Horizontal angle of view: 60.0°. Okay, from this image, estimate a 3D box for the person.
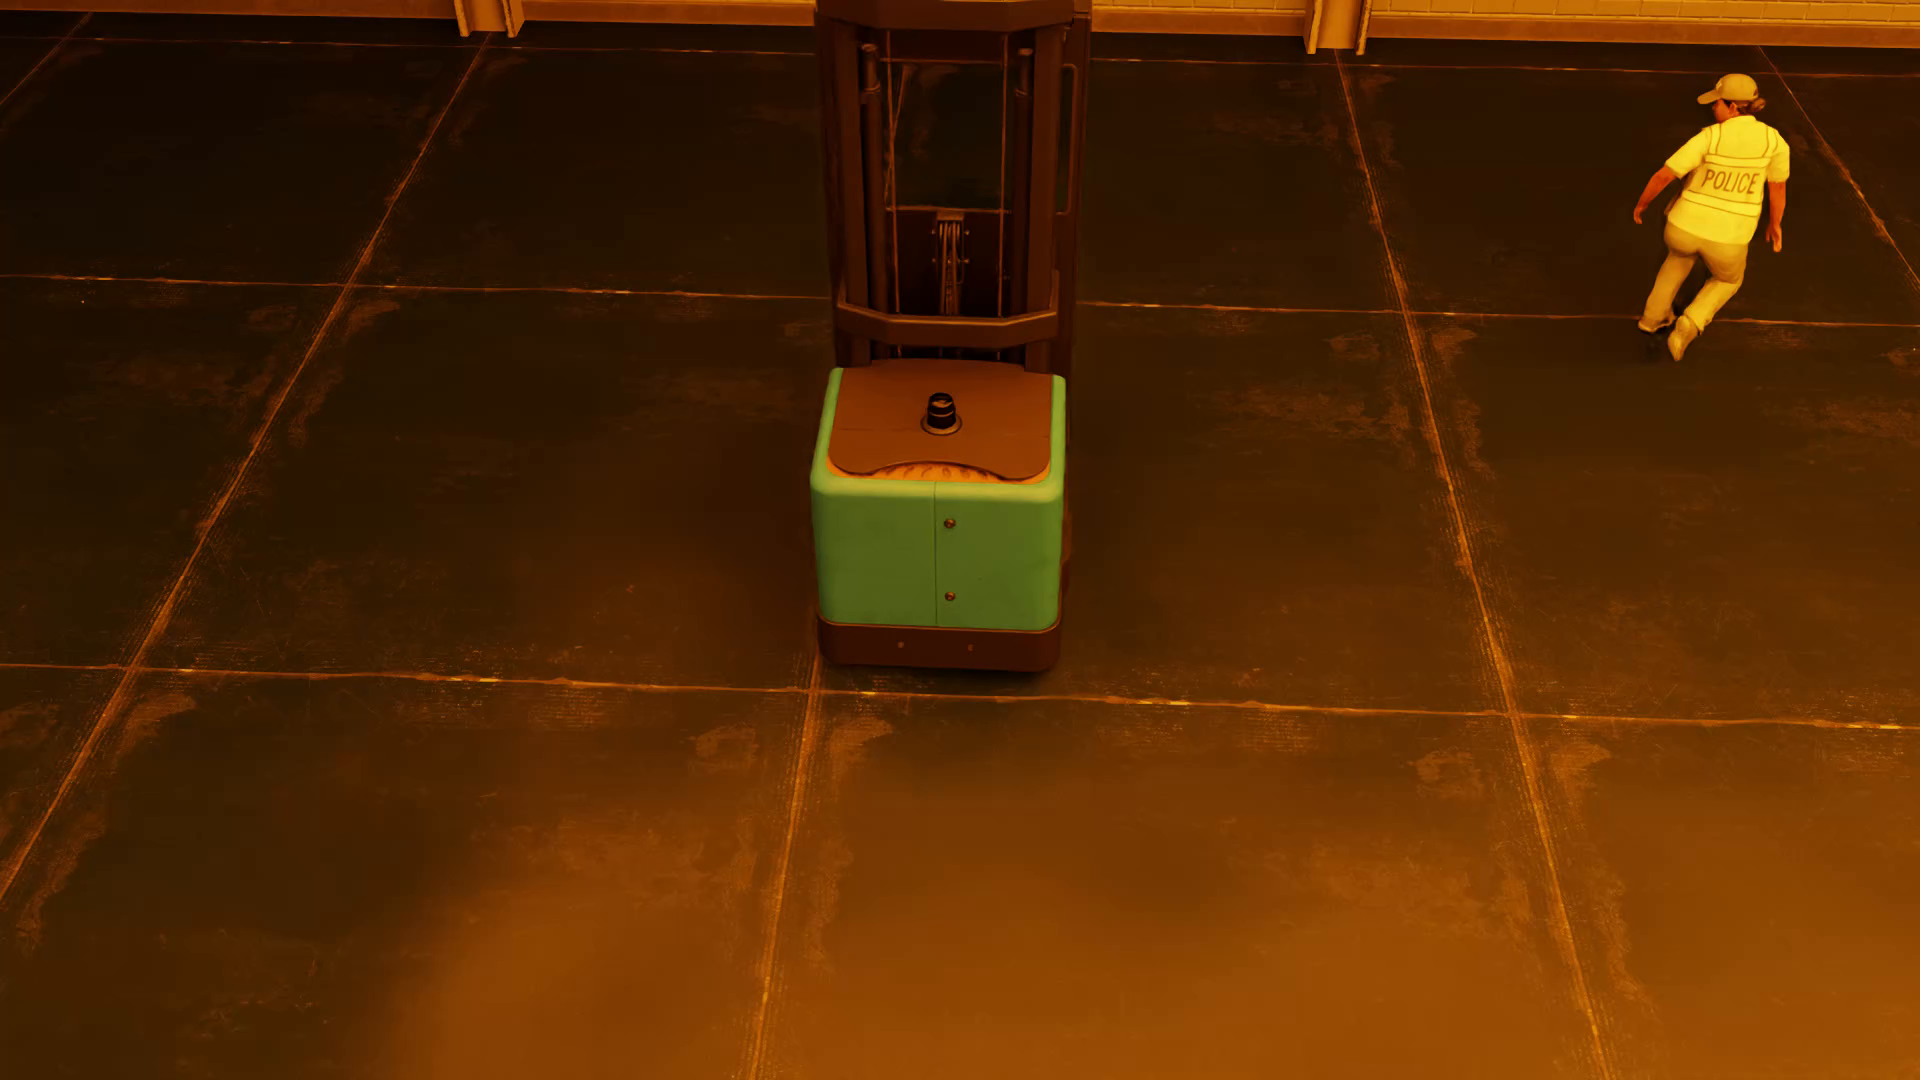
[{"bbox_3d":[3.914,-1.662,8.678,0.757,1.456,0.621,19,46,20],"label":"person"}]

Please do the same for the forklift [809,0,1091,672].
[{"bbox_3d":[-0.014,-1.495,7.380,1.130,2.935,3.031,2,42,2],"label":"forklift"}]
